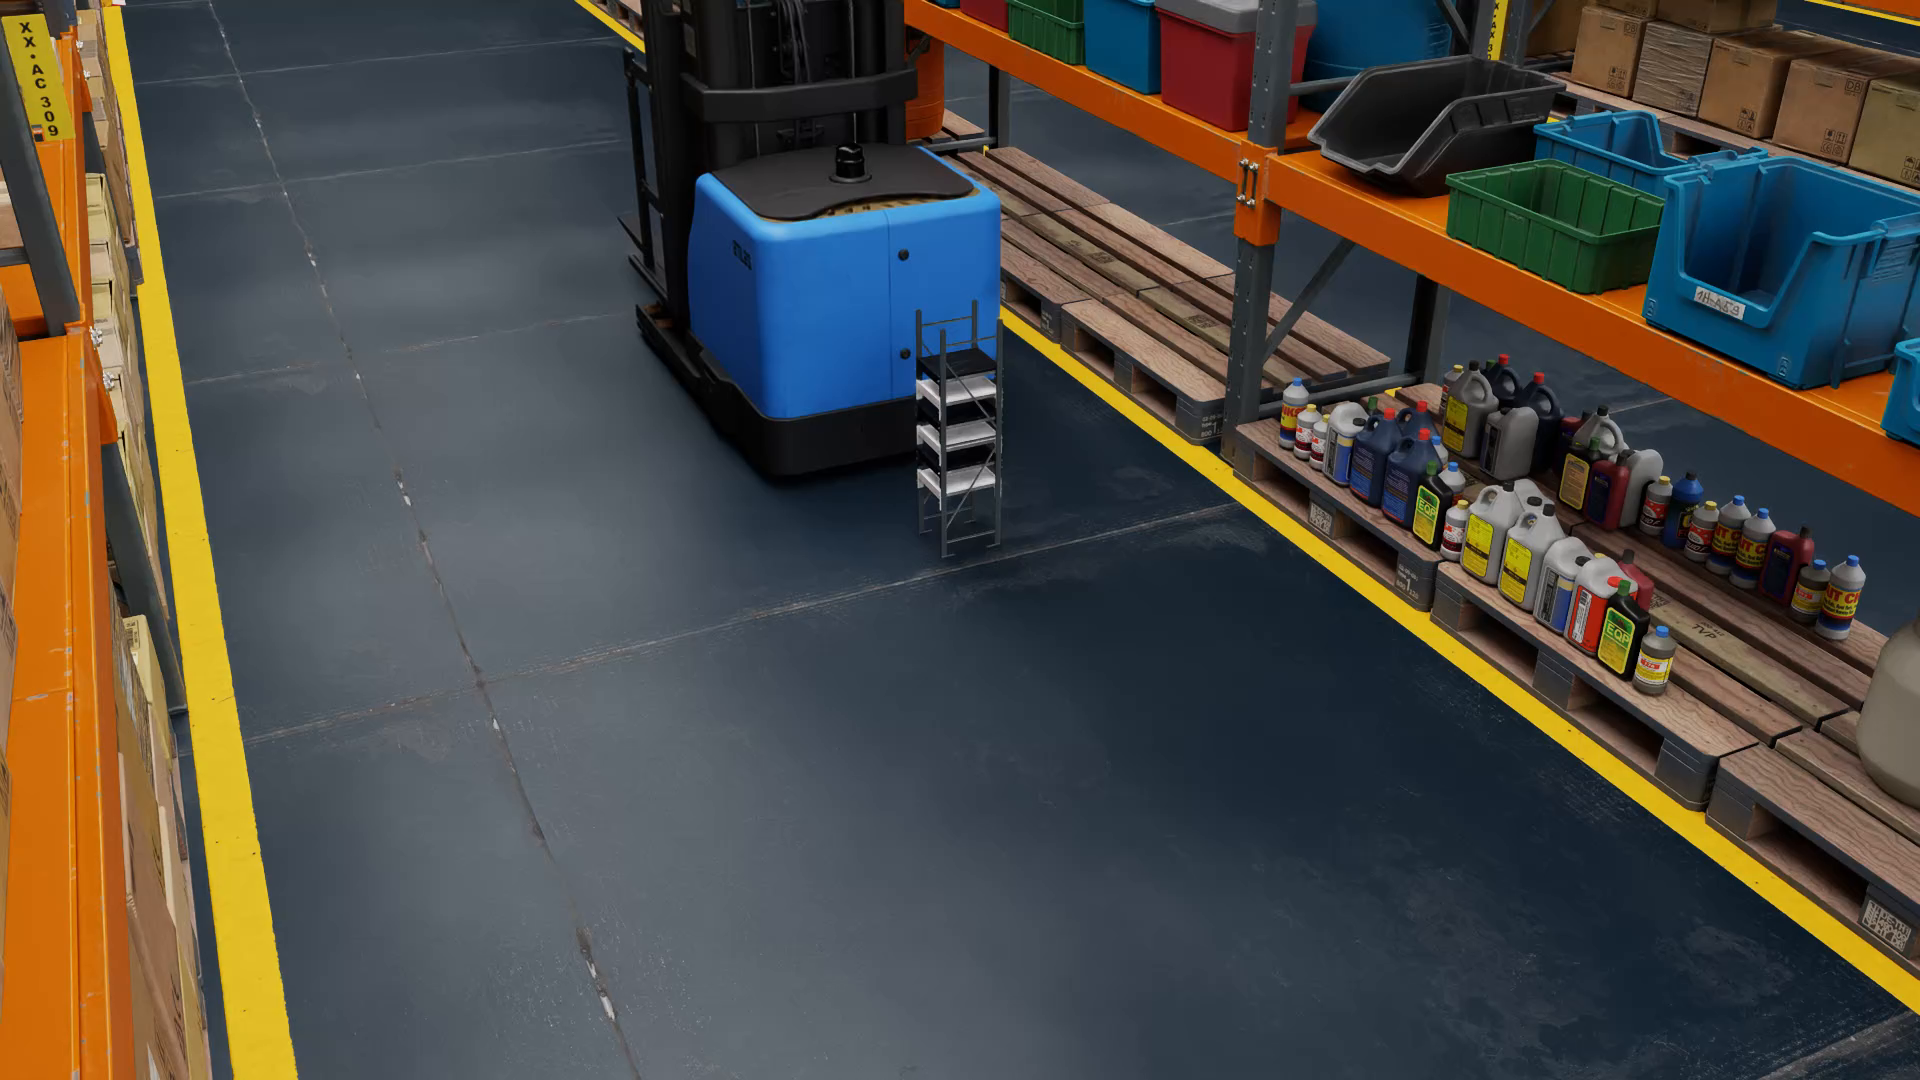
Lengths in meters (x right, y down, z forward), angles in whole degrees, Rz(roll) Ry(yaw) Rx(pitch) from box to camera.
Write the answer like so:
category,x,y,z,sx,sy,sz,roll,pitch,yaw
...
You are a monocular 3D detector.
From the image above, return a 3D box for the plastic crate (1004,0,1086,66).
category,x,y,z,sx,sy,sz,roll,pitch,yaw
plastic crate,0.544,-2.343,7.578,0.450,0.188,0.662,-13,32,-22

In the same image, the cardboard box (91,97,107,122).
category,x,y,z,sx,sy,sz,roll,pitch,yaw
cardboard box,-4.813,-2.047,8.939,0.500,0.500,0.500,-14,32,-24

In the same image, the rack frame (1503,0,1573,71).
category,x,y,z,sx,sy,sz,roll,pitch,yaw
rack frame,4.302,-4.532,11.266,1.000,3.000,0.127,-13,32,-22

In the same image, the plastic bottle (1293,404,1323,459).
category,x,y,z,sx,sy,sz,roll,pitch,yaw
plastic bottle,1.331,-0.419,6.342,0.097,0.201,0.097,0,29,0

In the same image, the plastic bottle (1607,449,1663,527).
category,x,y,z,sx,sy,sz,roll,pitch,yaw
plastic bottle,2.370,-0.205,5.884,0.152,0.276,0.135,-12,32,-21

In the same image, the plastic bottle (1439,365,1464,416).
category,x,y,z,sx,sy,sz,roll,pitch,yaw
plastic bottle,1.983,-0.602,6.668,0.097,0.201,0.097,0,29,0

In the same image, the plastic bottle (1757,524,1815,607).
category,x,y,z,sx,sy,sz,roll,pitch,yaw
plastic bottle,2.686,0.064,5.396,0.061,0.283,0.133,-13,32,-21

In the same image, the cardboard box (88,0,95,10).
category,x,y,z,sx,sy,sz,roll,pitch,yaw
cardboard box,-7.244,-4.366,13.331,0.500,0.250,0.500,-13,32,-22

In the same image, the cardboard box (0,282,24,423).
category,x,y,z,sx,sy,sz,roll,pitch,yaw
cardboard box,-2.733,-0.536,4.037,0.700,0.500,0.500,-14,32,-23

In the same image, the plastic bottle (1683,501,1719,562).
category,x,y,z,sx,sy,sz,roll,pitch,yaw
plastic bottle,2.534,-0.036,5.658,0.097,0.201,0.097,0,29,0

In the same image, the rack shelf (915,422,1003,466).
category,x,y,z,sx,sy,sz,roll,pitch,yaw
rack shelf,-0.003,-0.367,6.053,0.258,0.077,0.200,-13,32,-22

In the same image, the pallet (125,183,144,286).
category,x,y,z,sx,sy,sz,roll,pitch,yaw
pallet,-4.933,-1.576,8.844,1.003,0.211,1.213,-13,32,-22

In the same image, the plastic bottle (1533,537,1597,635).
category,x,y,z,sx,sy,sz,roll,pitch,yaw
plastic bottle,1.936,0.140,5.269,0.152,0.276,0.135,-14,32,-23

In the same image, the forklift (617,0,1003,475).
category,x,y,z,sx,sy,sz,roll,pitch,yaw
forklift,-0.897,-2.232,7.235,1.130,2.935,3.031,-13,32,-21

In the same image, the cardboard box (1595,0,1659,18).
category,x,y,z,sx,sy,sz,roll,pitch,yaw
cardboard box,4.617,-3.672,11.070,0.500,0.250,0.500,-12,31,-20

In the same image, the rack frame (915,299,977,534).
category,x,y,z,sx,sy,sz,roll,pitch,yaw
rack frame,-0.047,-0.441,6.116,0.240,0.900,0.006,-13,32,-22

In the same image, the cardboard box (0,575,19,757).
category,x,y,z,sx,sy,sz,roll,pitch,yaw
cardboard box,-2.068,0.144,2.824,0.700,0.500,0.500,-12,31,-21

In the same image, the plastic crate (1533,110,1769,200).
category,x,y,z,sx,sy,sz,roll,pitch,yaw
plastic crate,2.266,-1.229,5.527,0.499,0.251,0.616,-13,32,-22

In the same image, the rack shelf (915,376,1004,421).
category,x,y,z,sx,sy,sz,roll,pitch,yaw
rack shelf,-0.003,-0.524,5.965,0.258,0.077,0.200,-13,32,-22

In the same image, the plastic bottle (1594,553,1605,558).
category,x,y,z,sx,sy,sz,roll,pitch,yaw
plastic bottle,2.041,0.138,5.348,0.097,0.201,0.097,0,29,0

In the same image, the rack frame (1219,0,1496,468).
category,x,y,z,sx,sy,sz,roll,pitch,yaw
rack frame,1.546,-1.726,6.260,1.000,3.000,0.127,-13,32,-22

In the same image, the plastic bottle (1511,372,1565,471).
category,x,y,z,sx,sy,sz,roll,pitch,yaw
plastic bottle,2.165,-0.453,6.250,0.144,0.351,0.185,-15,32,-24

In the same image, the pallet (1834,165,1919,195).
category,x,y,z,sx,sy,sz,roll,pitch,yaw
pallet,5.684,-1.893,9.410,1.003,0.211,1.213,-13,32,-22

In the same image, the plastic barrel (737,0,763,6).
category,x,y,z,sx,sy,sz,roll,pitch,yaw
plastic barrel,-1.366,-3.971,11.980,0.600,0.901,0.708,-13,32,-22

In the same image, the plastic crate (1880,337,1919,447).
category,x,y,z,sx,sy,sz,roll,pitch,yaw
plastic crate,2.505,-0.340,3.942,0.499,0.251,0.408,-13,32,-22

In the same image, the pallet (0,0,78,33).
category,x,y,z,sx,sy,sz,roll,pitch,yaw
pallet,-5.001,-2.655,8.114,1.213,0.211,1.003,-13,32,-22

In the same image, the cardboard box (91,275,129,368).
category,x,y,z,sx,sy,sz,roll,pitch,yaw
cardboard box,-3.543,-0.829,6.471,0.500,0.311,0.500,-12,32,-21

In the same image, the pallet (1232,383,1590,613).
category,x,y,z,sx,sy,sz,roll,pitch,yaw
pallet,1.797,-0.204,6.398,1.003,0.211,1.213,-13,32,-22

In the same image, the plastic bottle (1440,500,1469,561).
category,x,y,z,sx,sy,sz,roll,pitch,yaw
plastic bottle,1.699,-0.040,5.666,0.097,0.201,0.097,0,29,0

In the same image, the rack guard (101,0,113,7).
category,x,y,z,sx,sy,sz,roll,pitch,yaw
rack guard,-8.048,-4.864,14.413,1.175,0.500,0.348,-13,32,-22

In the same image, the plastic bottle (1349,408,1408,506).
category,x,y,z,sx,sy,sz,roll,pitch,yaw
plastic bottle,1.518,-0.318,6.009,0.144,0.351,0.185,-12,32,-21

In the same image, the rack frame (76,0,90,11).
category,x,y,z,sx,sy,sz,roll,pitch,yaw
rack frame,-6.364,-4.221,10.711,1.000,3.000,0.127,-13,32,-22

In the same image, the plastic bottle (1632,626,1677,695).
category,x,y,z,sx,sy,sz,roll,pitch,yaw
plastic bottle,2.079,0.351,4.969,0.097,0.201,0.097,0,29,0

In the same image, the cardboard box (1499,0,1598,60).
category,x,y,z,sx,sy,sz,roll,pitch,yaw
cardboard box,4.025,-4.098,12.234,1.225,0.875,0.875,-15,32,-24

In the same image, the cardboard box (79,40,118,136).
category,x,y,z,sx,sy,sz,roll,pitch,yaw
cardboard box,-5.473,-2.723,10.145,0.500,0.500,0.500,-13,32,-21

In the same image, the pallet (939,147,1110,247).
category,x,y,z,sx,sy,sz,roll,pitch,yaw
pallet,0.126,-1.926,9.469,1.003,0.211,1.213,-13,32,-22

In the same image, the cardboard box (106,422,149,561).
category,x,y,z,sx,sy,sz,roll,pitch,yaw
cardboard box,-2.882,-0.150,5.260,0.500,0.311,0.500,-13,32,-22

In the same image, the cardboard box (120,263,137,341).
category,x,y,z,sx,sy,sz,roll,pitch,yaw
cardboard box,-3.976,-1.030,7.402,0.500,0.250,0.500,-13,32,-23

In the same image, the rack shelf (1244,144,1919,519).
category,x,y,z,sx,sy,sz,roll,pitch,yaw
rack shelf,2.405,-0.528,4.861,1.077,0.370,4.000,-13,32,-22

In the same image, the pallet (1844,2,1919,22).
category,x,y,z,sx,sy,sz,roll,pitch,yaw
pallet,8.491,-4.659,14.342,1.003,0.211,1.213,-13,32,-22

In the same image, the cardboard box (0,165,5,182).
category,x,y,z,sx,sy,sz,roll,pitch,yaw
cardboard box,-3.470,-1.306,5.410,0.500,0.500,0.500,-11,31,-18

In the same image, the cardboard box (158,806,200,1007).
category,x,y,z,sx,sy,sz,roll,pitch,yaw
cardboard box,-2.099,0.929,3.909,0.500,0.250,0.500,-13,32,-22

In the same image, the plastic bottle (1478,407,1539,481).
category,x,y,z,sx,sy,sz,roll,pitch,yaw
plastic bottle,2.042,-0.379,6.193,0.152,0.276,0.135,-13,32,-22

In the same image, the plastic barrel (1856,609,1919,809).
category,x,y,z,sx,sy,sz,roll,pitch,yaw
plastic barrel,2.697,0.447,4.500,0.421,0.512,0.421,0,29,0

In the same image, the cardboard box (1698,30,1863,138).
category,x,y,z,sx,sy,sz,roll,pitch,yaw
cardboard box,5.107,-2.851,10.373,0.700,0.500,0.500,-10,31,-18

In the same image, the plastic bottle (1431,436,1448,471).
category,x,y,z,sx,sy,sz,roll,pitch,yaw
plastic bottle,1.689,-0.245,5.960,0.097,0.271,0.097,0,29,0

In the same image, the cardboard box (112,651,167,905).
category,x,y,z,sx,sy,sz,roll,pitch,yaw
cardboard box,-2.110,0.604,3.721,0.500,0.500,0.500,-13,32,-22

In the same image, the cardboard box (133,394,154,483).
category,x,y,z,sx,sy,sz,roll,pitch,yaw
cardboard box,-3.322,-0.356,6.199,0.500,0.250,0.500,-14,32,-23

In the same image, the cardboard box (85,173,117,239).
category,x,y,z,sx,sy,sz,roll,pitch,yaw
cardboard box,-4.199,-1.503,7.672,0.500,0.311,0.500,-12,32,-21

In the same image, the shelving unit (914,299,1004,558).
category,x,y,z,sx,sy,sz,roll,pitch,yaw
shelving unit,-0.003,-0.396,6.036,0.258,0.900,0.210,-13,32,-22

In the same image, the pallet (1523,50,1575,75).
category,x,y,z,sx,sy,sz,roll,pitch,yaw
pallet,4.032,-3.680,12.597,1.003,0.211,1.213,-13,32,-22

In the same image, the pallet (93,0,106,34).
category,x,y,z,sx,sy,sz,roll,pitch,yaw
pallet,-7.705,-4.386,13.856,1.003,0.211,1.213,-13,32,-22
